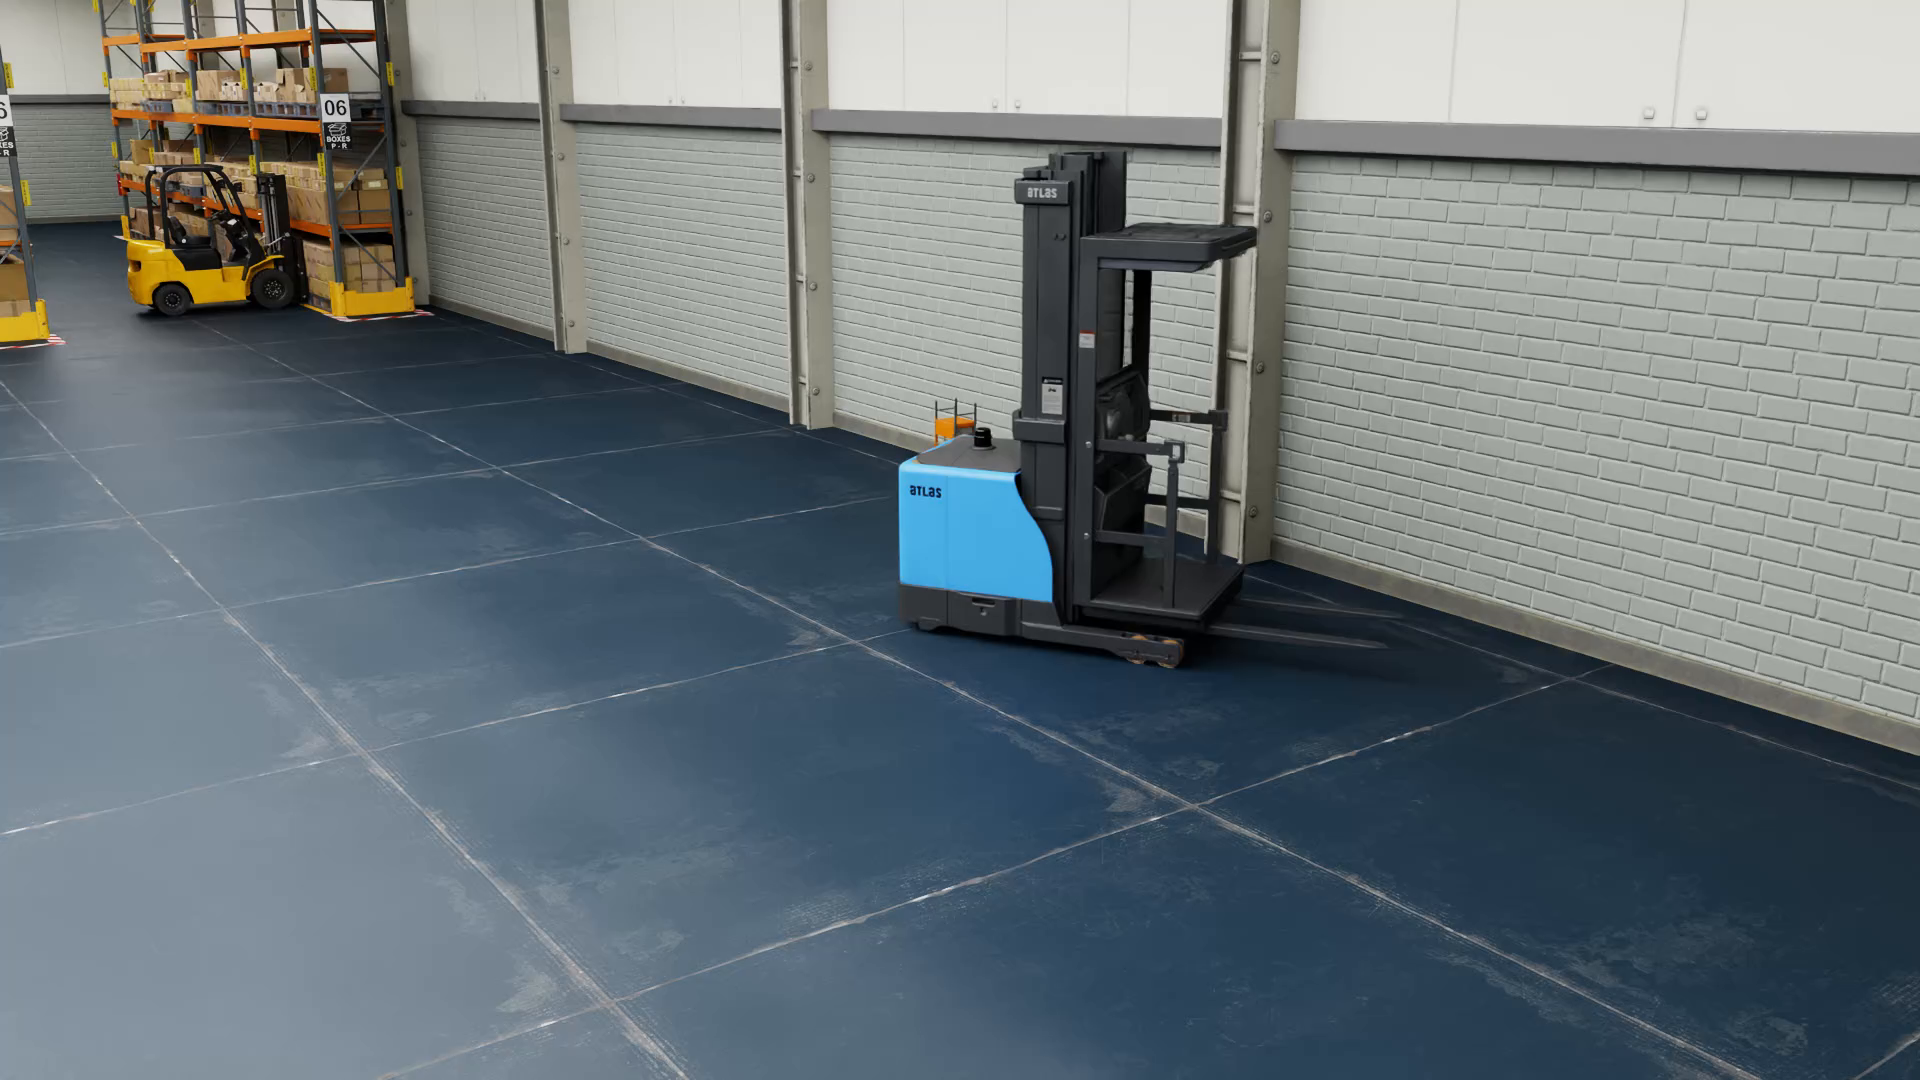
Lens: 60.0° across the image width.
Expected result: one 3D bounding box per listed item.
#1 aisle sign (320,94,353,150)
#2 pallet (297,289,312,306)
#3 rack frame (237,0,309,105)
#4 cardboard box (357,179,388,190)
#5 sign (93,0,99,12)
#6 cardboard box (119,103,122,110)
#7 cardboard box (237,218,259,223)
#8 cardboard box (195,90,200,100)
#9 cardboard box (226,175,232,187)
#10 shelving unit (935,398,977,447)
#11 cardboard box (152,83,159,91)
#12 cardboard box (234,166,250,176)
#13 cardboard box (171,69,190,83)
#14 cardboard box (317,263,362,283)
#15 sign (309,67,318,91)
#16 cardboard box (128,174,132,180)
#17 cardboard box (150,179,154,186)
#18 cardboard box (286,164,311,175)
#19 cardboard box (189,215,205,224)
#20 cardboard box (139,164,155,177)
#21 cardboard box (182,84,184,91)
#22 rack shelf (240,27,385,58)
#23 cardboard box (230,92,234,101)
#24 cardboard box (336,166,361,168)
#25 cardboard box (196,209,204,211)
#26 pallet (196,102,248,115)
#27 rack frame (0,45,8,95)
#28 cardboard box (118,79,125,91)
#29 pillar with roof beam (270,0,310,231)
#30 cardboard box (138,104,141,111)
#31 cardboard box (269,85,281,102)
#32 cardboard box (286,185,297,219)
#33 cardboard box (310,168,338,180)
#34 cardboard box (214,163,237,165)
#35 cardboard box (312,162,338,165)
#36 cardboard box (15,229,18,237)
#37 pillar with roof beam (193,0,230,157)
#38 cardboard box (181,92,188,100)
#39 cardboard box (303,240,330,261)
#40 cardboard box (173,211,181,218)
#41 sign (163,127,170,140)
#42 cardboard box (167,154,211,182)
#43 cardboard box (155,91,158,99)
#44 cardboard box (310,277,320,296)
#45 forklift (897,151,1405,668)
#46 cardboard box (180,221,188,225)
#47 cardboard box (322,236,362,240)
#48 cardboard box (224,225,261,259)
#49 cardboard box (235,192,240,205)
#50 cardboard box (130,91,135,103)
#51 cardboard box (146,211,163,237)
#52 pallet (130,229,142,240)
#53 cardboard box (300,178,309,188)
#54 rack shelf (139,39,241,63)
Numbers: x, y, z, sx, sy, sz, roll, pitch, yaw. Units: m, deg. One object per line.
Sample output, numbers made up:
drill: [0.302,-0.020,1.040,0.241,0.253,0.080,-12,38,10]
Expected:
aisle sign: [-9.067,-6.082,24.192,0.394,0.787,0.004,-11,19,-35]
pallet: [-10.065,-3.960,26.645,1.003,0.211,1.213,-11,19,-35]
rack frame: [-11.220,-8.636,27.082,1.000,3.000,0.127,-11,19,-35]
cardboard box: [-8.858,-5.362,25.066,0.380,0.149,0.250,-11,19,-36]
sign: [-18.715,-11.603,36.003,0.100,0.325,0.005,-11,19,-35]
cardboard box: [-17.901,-9.348,35.841,0.380,0.149,0.250,-10,18,-33]
cardboard box: [-13.627,-6.066,31.768,0.380,0.149,0.250,-10,18,-32]
cardboard box: [-13.613,-8.060,30.117,0.380,0.166,0.250,-11,19,-35]
cardboard box: [-12.601,-6.306,29.270,0.500,0.250,0.500,-11,19,-34]
shelving unit: [-0.031,-0.518,12.479,0.215,1.050,0.252,-11,19,-35]
cardboard box: [-15.601,-8.881,32.588,0.380,0.149,0.250,-11,19,-35]
cardboard box: [-12.376,-6.410,28.896,0.380,0.149,0.250,-11,19,-34]
cardboard box: [-15.506,-9.264,33.203,0.396,0.266,0.258,-11,19,-35]
cardboard box: [-9.407,-4.061,25.197,0.500,0.250,0.500,-11,19,-35]
sign: [-9.315,-6.642,23.954,0.100,0.325,0.005,-11,19,-35]
cardboard box: [-18.117,-8.024,36.685,0.380,0.149,0.250,-10,18,-33]
cardboard box: [-16.659,-7.462,34.634,0.380,0.149,0.250,-10,18,-33]
cardboard box: [-10.451,-5.870,26.359,0.380,0.149,0.250,-11,19,-35]
cardboard box: [-14.824,-6.260,32.476,0.380,0.149,0.250,-12,19,-37]
cardboard box: [-17.010,-7.806,35.134,0.500,0.250,0.500,-11,19,-35]
cardboard box: [-14.395,-8.516,31.294,0.380,0.149,0.250,-11,19,-35]
rack shelf: [-10.044,-7.669,25.670,1.077,0.370,4.000,-11,19,-35]
cardboard box: [-12.112,-7.506,28.128,0.380,0.149,0.250,-11,19,-35]
cardboard box: [-9.495,-5.720,25.813,0.380,0.149,0.250,-10,18,-33]
cardboard box: [-15.474,-6.726,34.181,0.380,0.149,0.250,-12,19,-37]
pallet: [-13.101,-7.821,30.145,1.213,0.211,1.003,-10,18,-32]
rack frame: [-12.881,-7.010,21.144,1.000,3.000,0.127,-11,19,-35]
cardboard box: [-17.628,-9.713,35.475,0.500,0.250,0.500,-11,19,-35]
pillar with roof beam: [-15.559,-8.683,27.256,9.100,9.000,0.400,-11,19,-35]
cardboard box: [-16.807,-8.972,34.467,0.380,0.149,0.250,-11,19,-35]
cardboard box: [-10.593,-7.011,26.097,0.396,0.266,0.258,-11,19,-36]
cardboard box: [-10.274,-5.328,26.171,0.500,0.500,0.500,-11,19,-34]
cardboard box: [-9.595,-5.536,25.139,0.380,0.149,0.250,-10,18,-33]
cardboard box: [-13.293,-6.736,30.087,0.380,0.149,0.250,-10,18,-33]
cardboard box: [-10.310,-6.067,27.080,0.380,0.149,0.250,-11,19,-36]
cardboard box: [-13.164,-4.221,22.793,0.380,0.149,0.250,-12,19,-36]
pillar with roof beam: [-19.086,-9.964,31.937,9.100,9.000,0.400,-11,19,-35]
cardboard box: [-14.427,-8.366,31.308,0.380,0.149,0.250,-11,19,-35]
cardboard box: [-10.001,-4.511,25.894,0.500,0.250,0.500,-11,19,-34]
cardboard box: [-15.703,-6.595,33.702,0.380,0.149,0.250,-11,19,-36]
sign: [-17.815,-9.097,37.341,0.100,0.325,0.005,-11,19,-35]
cardboard box: [-15.054,-7.285,32.526,0.700,0.500,0.500,-11,19,-35]
cardboard box: [-15.467,-8.684,32.430,0.380,0.149,0.250,-11,19,-35]
cardboard box: [-9.685,-3.923,25.642,0.500,0.250,0.500,-11,19,-35]
forklift: [1.172,-0.817,10.008,3.031,2.935,1.130,6,17,22]
cardboard box: [-15.211,-6.090,33.084,0.500,0.500,0.500,-12,19,-36]
cardboard box: [-9.875,-4.704,26.599,0.500,0.250,0.500,-11,19,-36]
cardboard box: [-12.826,-5.380,30.253,0.875,0.625,0.625,-10,18,-33]
cardboard box: [-12.295,-5.954,28.933,0.500,0.250,0.500,-11,19,-34]
cardboard box: [-17.016,-9.253,34.740,0.500,0.250,0.500,-10,18,-33]
cardboard box: [-16.911,-6.746,35.481,0.700,0.500,0.500,-12,19,-37]
pallet: [-17.762,-6.773,36.924,1.003,0.211,1.213,-11,19,-35]
cardboard box: [-9.908,-5.499,25.567,0.380,0.149,0.250,-12,19,-36]
rack shelf: [-14.748,-9.377,31.911,1.077,0.370,4.000,-11,19,-35]
